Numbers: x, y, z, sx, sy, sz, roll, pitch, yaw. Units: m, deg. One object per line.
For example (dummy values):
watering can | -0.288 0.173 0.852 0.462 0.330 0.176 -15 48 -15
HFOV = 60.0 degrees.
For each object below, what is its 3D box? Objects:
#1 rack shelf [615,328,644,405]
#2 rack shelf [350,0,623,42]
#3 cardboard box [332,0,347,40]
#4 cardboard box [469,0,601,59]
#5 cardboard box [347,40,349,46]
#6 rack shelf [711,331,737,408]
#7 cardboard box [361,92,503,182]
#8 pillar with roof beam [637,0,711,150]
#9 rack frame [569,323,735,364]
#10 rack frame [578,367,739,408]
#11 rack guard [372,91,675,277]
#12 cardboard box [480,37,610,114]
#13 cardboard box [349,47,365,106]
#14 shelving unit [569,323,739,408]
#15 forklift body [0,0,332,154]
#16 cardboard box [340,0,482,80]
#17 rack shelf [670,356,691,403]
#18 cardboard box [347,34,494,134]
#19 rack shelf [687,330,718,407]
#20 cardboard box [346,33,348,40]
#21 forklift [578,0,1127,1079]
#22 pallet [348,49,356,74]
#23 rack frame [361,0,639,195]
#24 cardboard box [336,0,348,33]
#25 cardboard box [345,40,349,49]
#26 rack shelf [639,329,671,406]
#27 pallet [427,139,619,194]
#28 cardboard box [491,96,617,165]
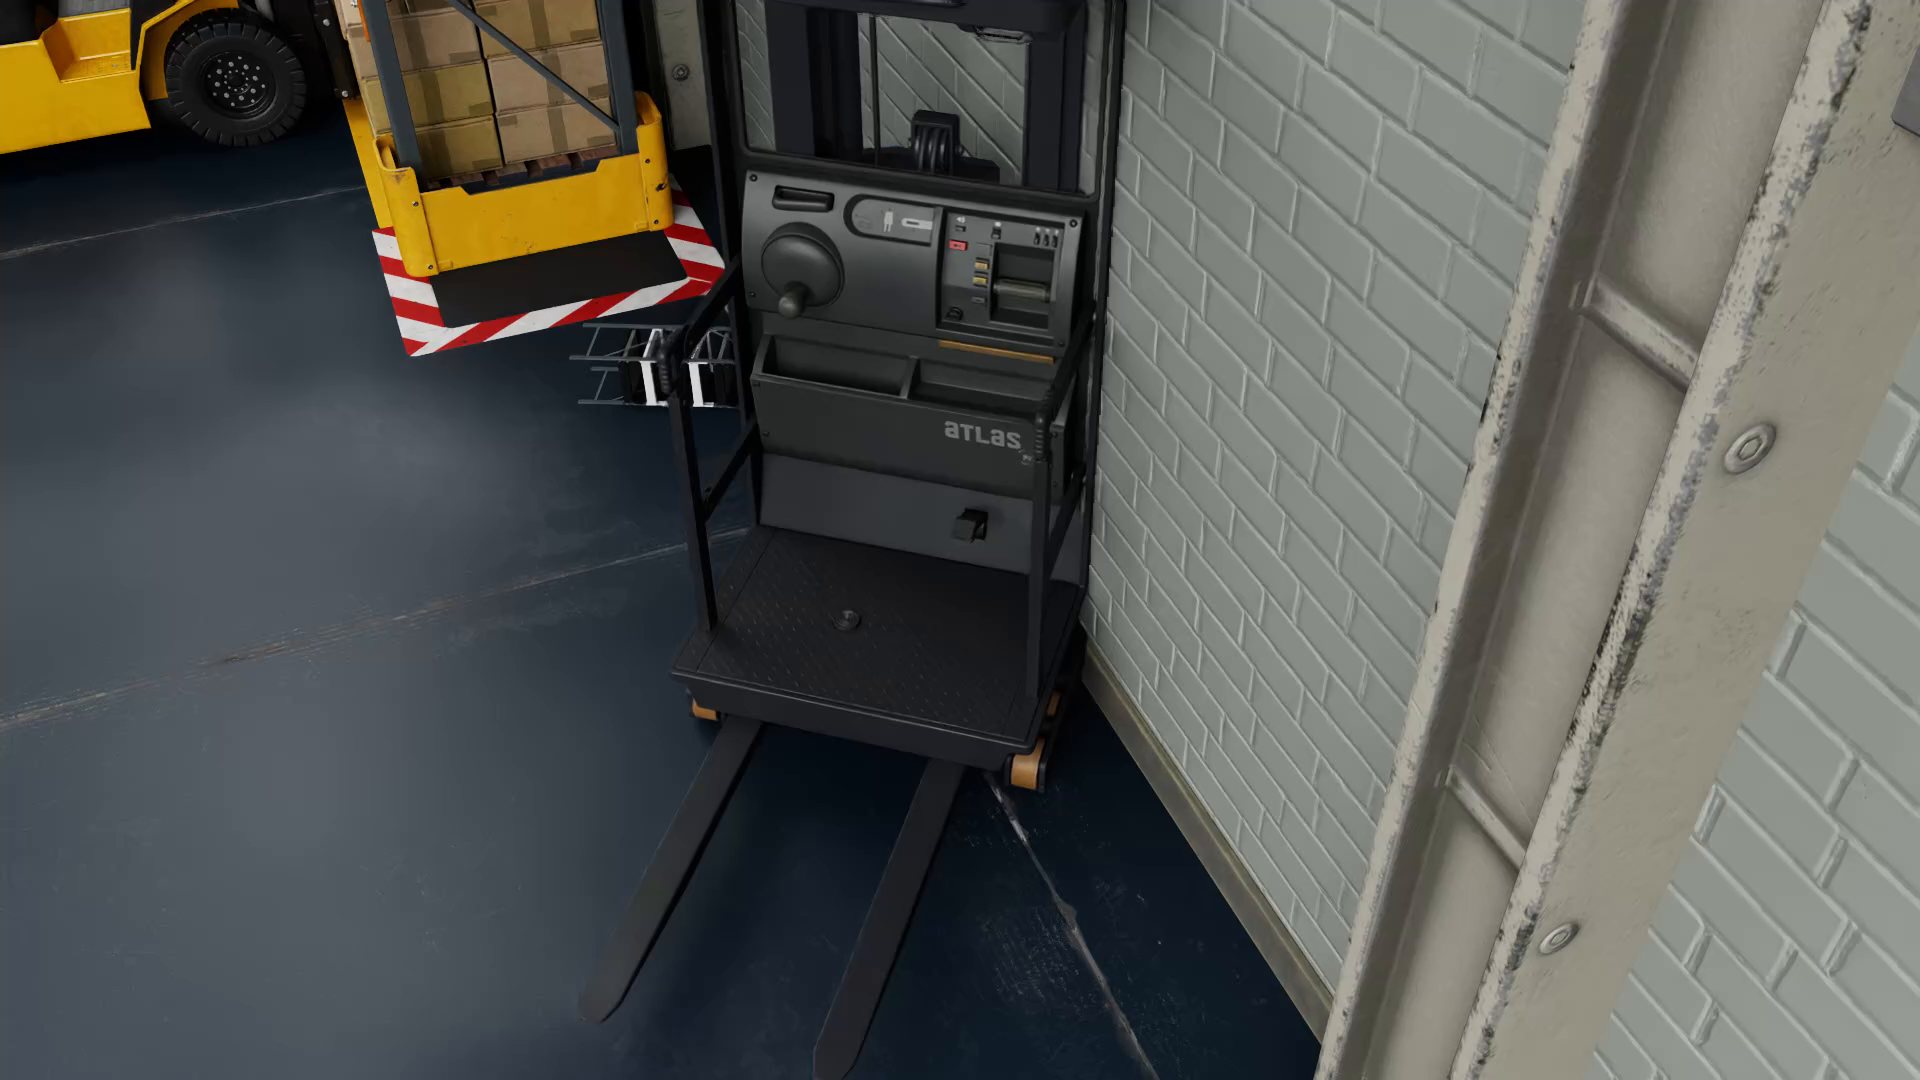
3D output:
rack shelf | -1.241 -0.672 6.367 0.077 0.200 0.258 2 41 3
rack shelf | -2.630 -3.433 7.993 1.077 0.370 4.000 -15 43 -17
cardboard box | -2.738 -2.633 7.915 0.500 0.250 0.500 -16 43 -18
cardboard box | -1.873 -2.334 7.183 0.500 0.250 0.500 -16 43 -18
cardboard box | -2.701 -2.427 8.059 0.500 0.250 0.500 -15 43 -16
rack shelf | -0.881 -0.661 6.350 0.077 0.200 0.258 2 41 3
cardboard box | -2.336 -1.822 7.355 0.500 0.250 0.500 -15 43 -17
pillar with roof beam | -5.276 -4.346 3.902 9.100 9.000 0.400 -15 43 -17
rack frame | -1.005 -0.742 6.290 0.900 0.006 0.240 2 41 3
rack frame | -1.004 -0.588 6.422 0.900 0.006 0.240 2 41 3
rack guard | -1.855 -1.539 7.156 1.175 0.500 0.348 -15 43 -17
cardboard box | -1.852 -2.142 7.344 0.500 0.250 0.500 -14 43 -16
cardboard box | -2.518 -2.124 7.706 0.500 0.250 0.500 -15 43 -17
shelving unit | -1.004 -0.665 6.356 0.900 0.210 0.258 2 41 3
forklift body | -4.276 -2.866 7.434 2.313 2.155 1.214 -15 43 -17
cardboard box | -2.329 -2.196 7.023 0.500 0.250 0.500 -14 43 -15
rack shelf | -1.061 -0.666 6.359 0.077 0.200 0.258 2 41 3
cardboard box | -2.340 -2.022 7.205 0.500 0.250 0.500 -16 43 -17
rack shelf | -0.971 -0.664 6.354 0.077 0.200 0.258 2 41 3
cardboard box | -2.521 -2.327 7.559 0.500 0.250 0.500 -16 43 -17
forklift | -0.195 -0.667 4.277 1.130 2.935 3.031 11 42 12
pallet | -2.659 -2.628 8.644 1.003 0.211 1.213 -15 43 -17
rack frame | -1.864 -2.501 6.358 1.000 3.000 0.127 -15 43 -17
cardboard box | -2.530 -2.503 7.379 0.500 0.250 0.500 -14 43 -16
cardboard box | -2.920 -2.735 8.416 0.500 0.250 0.500 -14 43 -16
rack shelf | -1.151 -0.669 6.363 0.077 0.200 0.258 2 41 3
pallet | -2.196 -1.894 7.790 1.003 0.211 1.213 -15 43 -17
cardboard box | -1.872 -1.962 7.518 0.500 0.250 0.500 -15 43 -17
